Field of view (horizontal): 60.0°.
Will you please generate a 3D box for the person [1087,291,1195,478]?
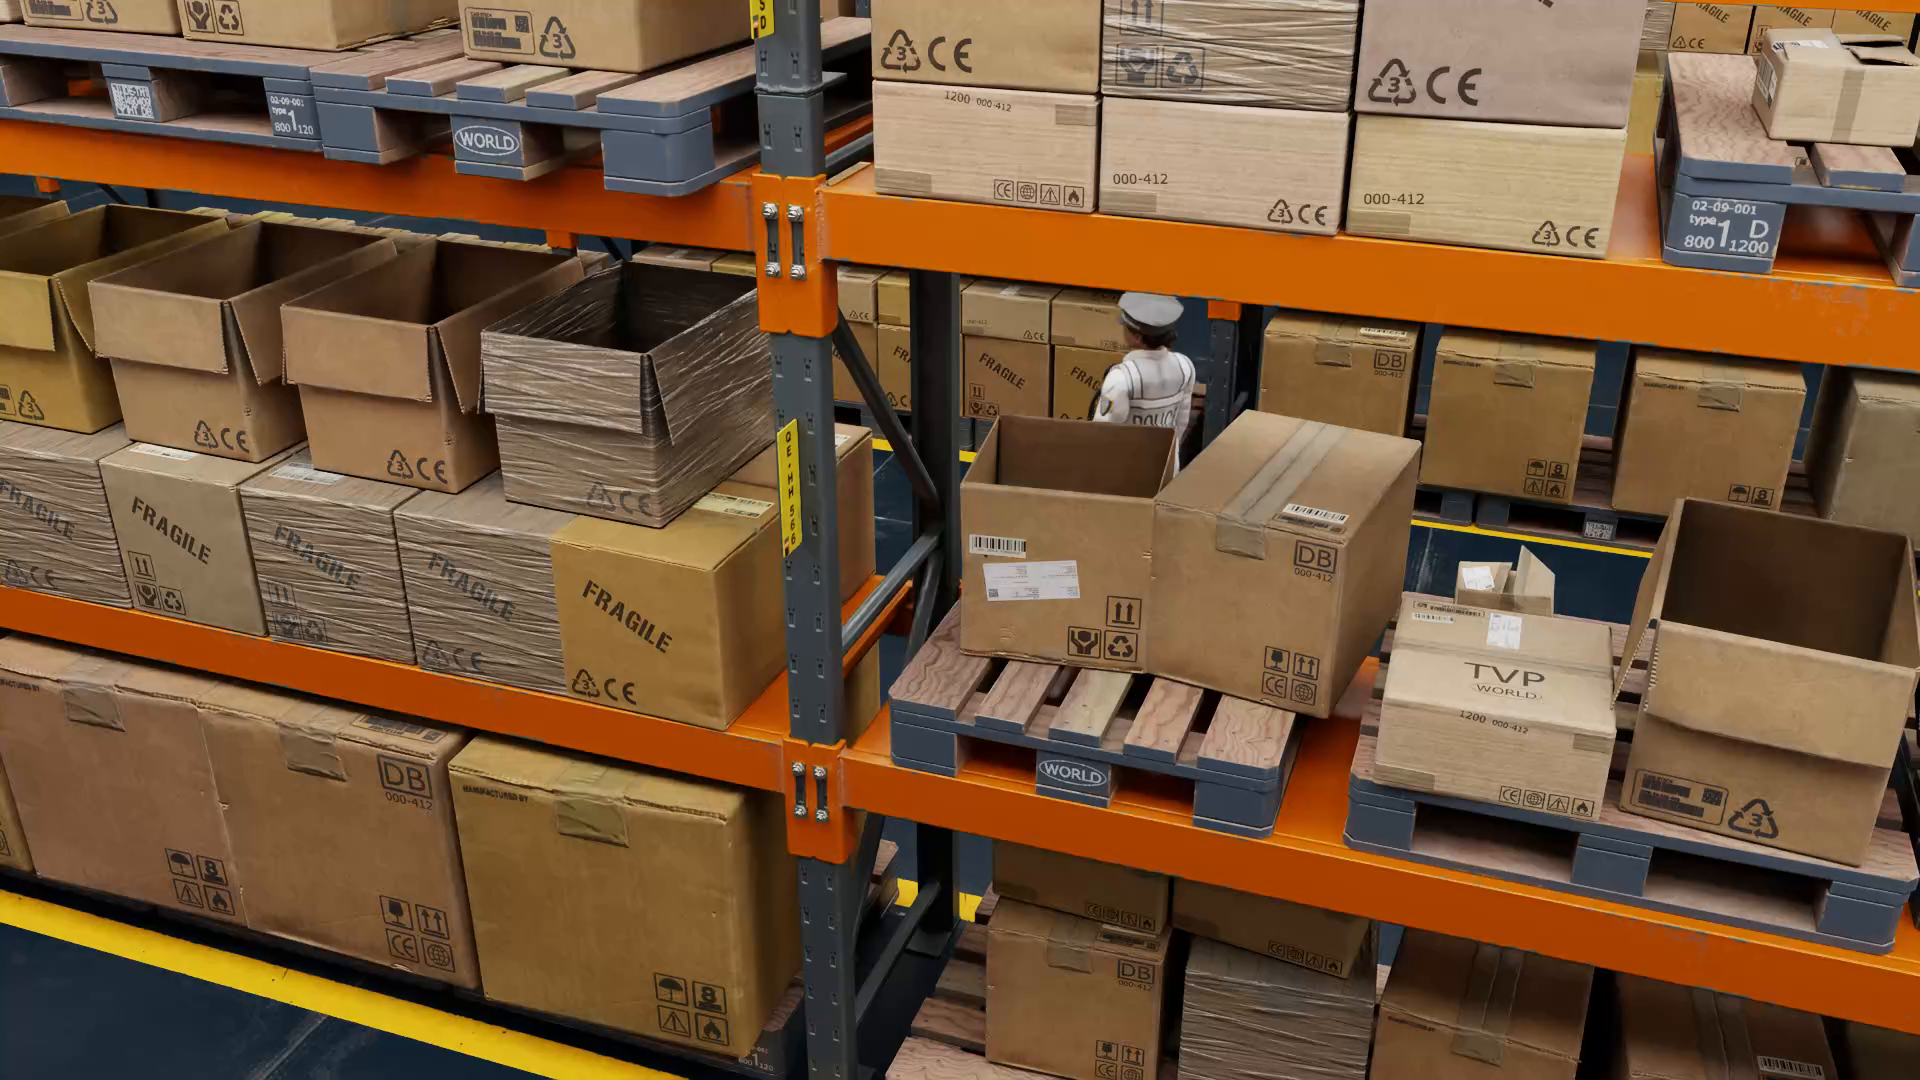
[{"bbox_3d":[0.737,-0.248,7.051,0.583,1.690,0.355,-15,30,-28],"label":"person"}]
